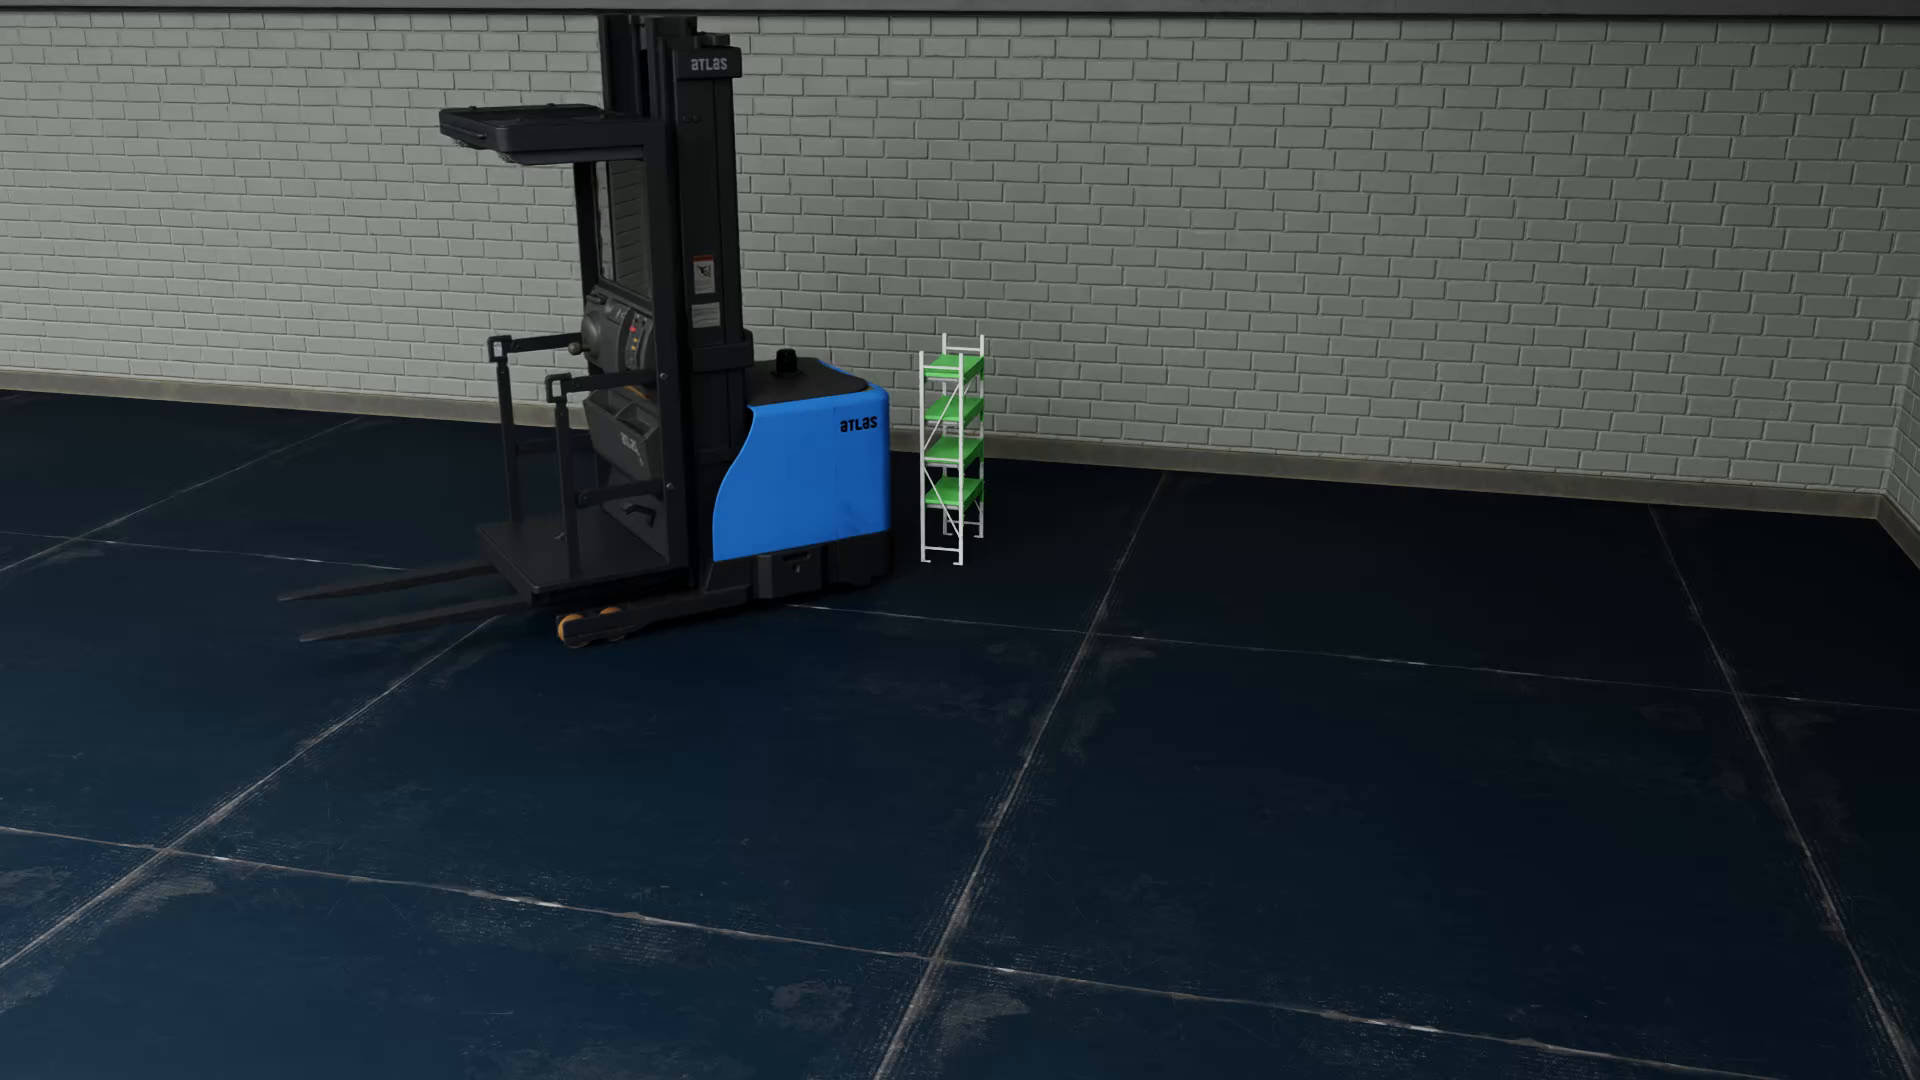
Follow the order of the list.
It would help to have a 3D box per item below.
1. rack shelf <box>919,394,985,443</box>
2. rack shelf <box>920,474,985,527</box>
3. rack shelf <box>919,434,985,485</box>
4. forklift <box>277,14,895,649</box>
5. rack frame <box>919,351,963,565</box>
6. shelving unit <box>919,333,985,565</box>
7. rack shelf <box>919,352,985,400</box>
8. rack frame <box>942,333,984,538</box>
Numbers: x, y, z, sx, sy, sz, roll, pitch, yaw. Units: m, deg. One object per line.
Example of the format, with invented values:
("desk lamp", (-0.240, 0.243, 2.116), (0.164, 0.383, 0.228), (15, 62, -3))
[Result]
("rack shelf", (-0.040, -0.683, 9.285), (0.258, 0.148, 0.480), (5, 19, 13))
("rack shelf", (-0.040, -0.228, 9.440), (0.258, 0.148, 0.480), (5, 19, 13))
("rack shelf", (-0.040, -0.455, 9.362), (0.258, 0.148, 0.480), (5, 19, 13))
("forklift", (-1.888, -1.051, 8.230), (3.031, 2.935, 1.130), (-11, 22, -28))
("rack frame", (-0.100, -0.439, 9.118), (0.240, 1.200, 0.015), (5, 19, 13))
("shelving unit", (-0.040, -0.516, 9.342), (0.258, 1.200, 0.503), (5, 19, 13))
("rack shelf", (-0.040, -0.910, 9.207), (0.258, 0.148, 0.480), (5, 19, 13))
("rack frame", (0.019, -0.592, 9.566), (0.240, 1.200, 0.015), (5, 19, 13))
